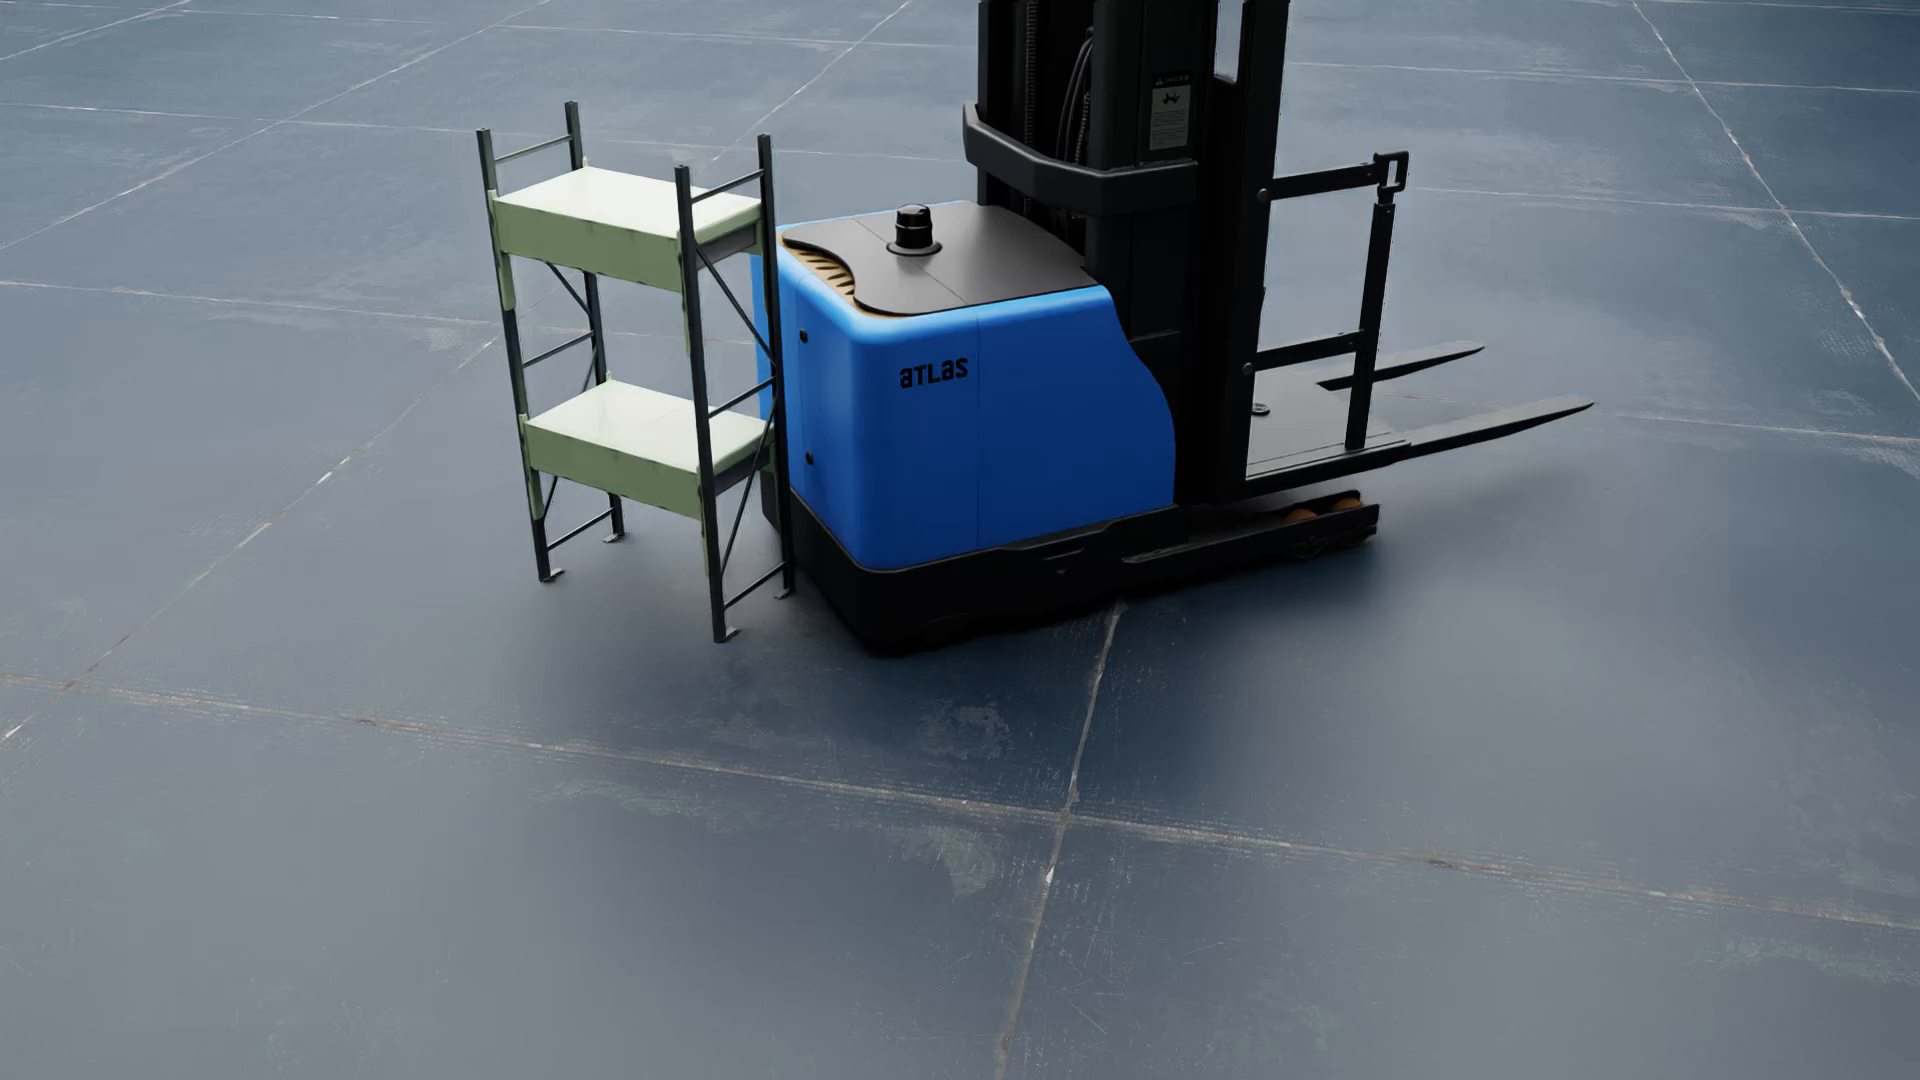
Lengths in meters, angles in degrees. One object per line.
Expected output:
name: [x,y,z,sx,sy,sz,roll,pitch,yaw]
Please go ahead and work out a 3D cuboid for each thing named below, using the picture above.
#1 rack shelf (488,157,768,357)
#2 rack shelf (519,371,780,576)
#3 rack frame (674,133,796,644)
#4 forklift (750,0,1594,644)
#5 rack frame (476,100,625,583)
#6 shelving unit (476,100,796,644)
rack shelf: [-0.966,-0.853,4.934,0.720,0.370,0.431,16,33,27]
rack shelf: [-0.966,-0.225,5.278,0.720,0.370,0.431,16,33,27]
rack frame: [-0.652,-0.420,4.956,0.023,1.500,0.400,16,33,27]
forklift: [0.869,-1.438,5.325,3.031,2.935,1.130,-13,31,-22]
rack frame: [-1.280,-0.601,5.287,0.023,1.500,0.400,16,33,27]
shelving unit: [-0.966,-0.511,5.121,0.755,1.500,0.431,16,33,27]
